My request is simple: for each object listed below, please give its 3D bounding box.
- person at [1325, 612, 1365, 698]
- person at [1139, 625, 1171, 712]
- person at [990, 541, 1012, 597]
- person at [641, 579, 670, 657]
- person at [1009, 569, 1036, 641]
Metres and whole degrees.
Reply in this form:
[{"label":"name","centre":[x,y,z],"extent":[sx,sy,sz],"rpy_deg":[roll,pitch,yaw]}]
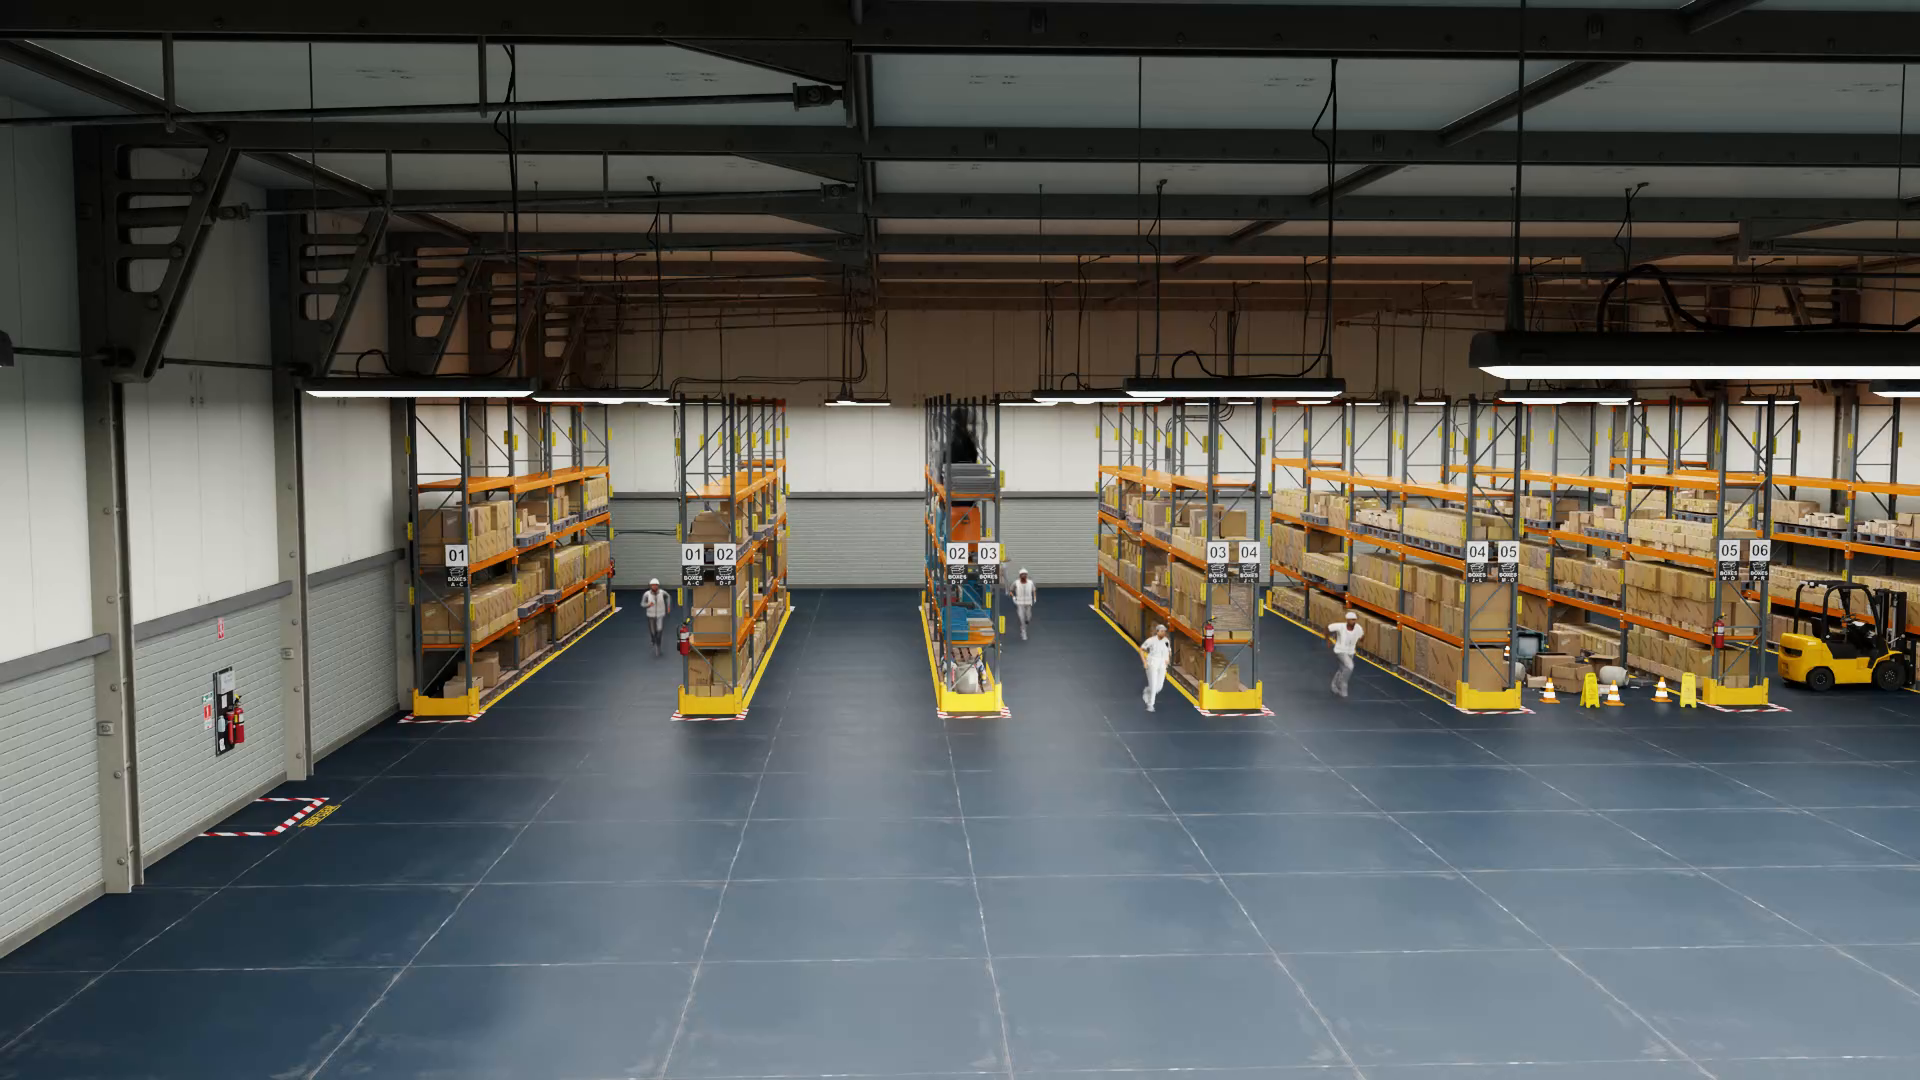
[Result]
[{"label":"person","centre":[7.627,2.257,32.947],"extent":[0.683,1.716,0.918],"rpy_deg":[-2,5,-25]},{"label":"person","centre":[3.744,2.434,31.784],"extent":[0.655,1.653,0.662],"rpy_deg":[-2,5,-20]},{"label":"person","centre":[1.222,0.883,50.565],"extent":[0.837,1.747,0.568],"rpy_deg":[1,5,17]},{"label":"person","centre":[-7.089,1.789,38.739],"extent":[0.677,1.815,0.851],"rpy_deg":[-1,5,-11]},{"label":"person","centre":[1.562,1.595,41.325],"extent":[0.681,1.759,0.778],"rpy_deg":[-1,5,-8]}]
